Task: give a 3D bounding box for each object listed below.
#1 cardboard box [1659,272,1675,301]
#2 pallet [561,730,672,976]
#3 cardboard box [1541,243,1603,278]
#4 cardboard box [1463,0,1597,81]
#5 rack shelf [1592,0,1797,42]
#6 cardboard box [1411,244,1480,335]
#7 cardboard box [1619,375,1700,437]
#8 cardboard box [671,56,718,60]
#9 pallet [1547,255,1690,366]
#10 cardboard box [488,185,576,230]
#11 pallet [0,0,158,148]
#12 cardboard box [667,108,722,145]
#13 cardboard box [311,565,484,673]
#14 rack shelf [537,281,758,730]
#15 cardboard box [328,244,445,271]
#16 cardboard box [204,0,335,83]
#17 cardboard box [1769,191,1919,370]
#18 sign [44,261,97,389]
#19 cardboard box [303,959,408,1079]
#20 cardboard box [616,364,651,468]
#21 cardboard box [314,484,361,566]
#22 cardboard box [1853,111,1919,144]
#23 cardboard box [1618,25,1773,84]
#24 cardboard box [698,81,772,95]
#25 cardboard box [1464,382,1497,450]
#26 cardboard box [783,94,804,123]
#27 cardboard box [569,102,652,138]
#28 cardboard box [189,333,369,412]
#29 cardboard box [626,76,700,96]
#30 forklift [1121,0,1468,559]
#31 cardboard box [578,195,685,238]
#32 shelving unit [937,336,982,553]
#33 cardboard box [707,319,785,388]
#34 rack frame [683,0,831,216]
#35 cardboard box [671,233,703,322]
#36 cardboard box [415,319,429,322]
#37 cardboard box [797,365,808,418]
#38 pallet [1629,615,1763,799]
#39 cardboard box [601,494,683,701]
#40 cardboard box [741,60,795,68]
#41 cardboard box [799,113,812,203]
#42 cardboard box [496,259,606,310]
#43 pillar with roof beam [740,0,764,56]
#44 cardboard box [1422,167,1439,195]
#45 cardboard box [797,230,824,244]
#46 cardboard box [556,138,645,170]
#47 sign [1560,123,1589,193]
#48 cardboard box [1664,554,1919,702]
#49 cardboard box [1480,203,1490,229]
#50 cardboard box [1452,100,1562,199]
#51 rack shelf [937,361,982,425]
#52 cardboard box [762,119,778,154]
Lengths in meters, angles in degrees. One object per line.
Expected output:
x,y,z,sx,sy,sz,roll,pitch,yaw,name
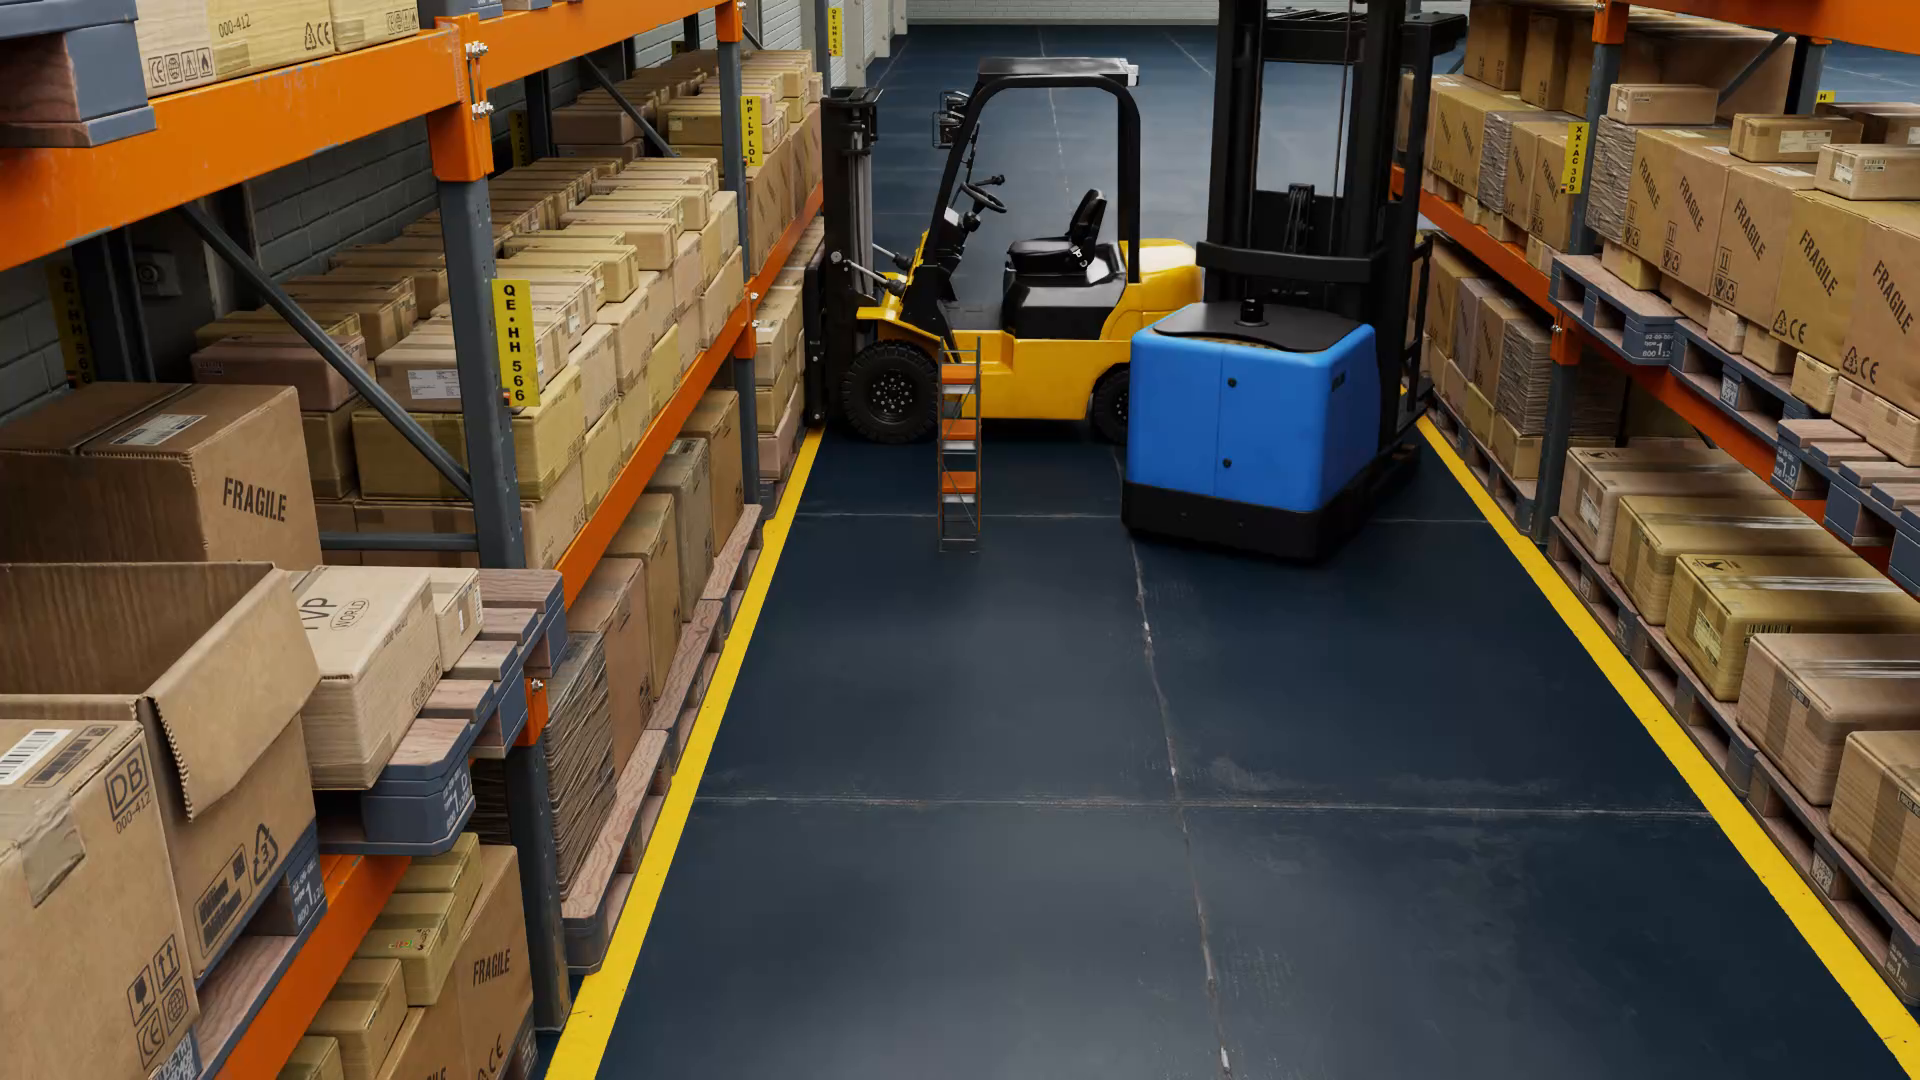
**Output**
3.148,-1.072,6.911,0.380,0.149,0.250,2,21,5,cardboard box
-1.590,1.013,5.627,1.003,0.211,1.213,1,21,2,pallet
3.134,-1.385,8.300,0.380,0.149,0.250,0,21,1,cardboard box
3.753,-3.294,10.939,0.700,0.500,0.500,0,21,0,cardboard box
3.490,-3.169,9.398,1.077,0.370,4.000,1,21,2,rack shelf
3.238,-1.606,10.706,0.500,0.500,0.500,0,21,0,cardboard box
3.717,-0.857,8.774,0.500,0.500,0.500,2,21,4,cardboard box
-1.670,-3.061,10.826,0.380,0.149,0.250,1,21,3,cardboard box
3.260,-1.019,7.273,1.003,0.211,1.213,1,21,2,pallet
-1.814,-1.381,6.907,0.380,0.149,0.250,0,21,1,cardboard box
-1.657,-0.465,1.693,1.213,0.211,1.003,1,21,2,pallet
-1.226,-2.036,8.183,0.380,0.149,0.250,1,21,3,cardboard box
-1.291,0.173,3.703,0.380,0.149,0.250,1,21,3,cardboard box
-1.593,-0.378,6.350,1.077,0.370,4.000,1,21,2,rack shelf
-1.934,-0.922,5.723,0.380,0.149,0.250,0,21,1,cardboard box
-1.442,-0.949,2.887,0.500,0.250,0.500,1,21,2,cardboard box
3.062,-0.855,5.455,0.500,0.500,0.500,-1,21,-2,cardboard box
-2.209,-0.535,4.160,0.100,0.325,0.005,1,21,2,sign
-1.445,1.052,3.649,0.380,0.149,0.250,0,21,0,cardboard box
-1.367,-0.446,5.739,0.500,0.250,0.500,0,21,0,cardboard box
-1.896,-0.085,4.810,0.500,0.250,0.500,0,21,0,cardboard box
3.648,-1.548,6.346,0.380,0.149,0.250,0,21,-1,cardboard box
3.697,-2.376,8.573,0.700,0.500,0.500,1,21,2,cardboard box
-1.266,-2.503,9.386,0.380,0.149,0.250,1,21,1,cardboard box
3.185,-0.706,9.423,0.500,0.250,0.500,0,21,0,cardboard box
-1.156,-2.639,10.149,0.380,0.149,0.250,1,21,2,cardboard box
-1.776,-2.133,8.433,0.380,0.149,0.250,0,21,0,cardboard box
-1.847,-0.459,4.530,0.380,0.149,0.250,1,21,3,cardboard box
-1.715,-2.597,9.628,0.380,0.149,0.250,1,21,3,cardboard box
1.993,-1.764,9.022,1.130,2.935,3.031,11,24,27,forklift
-1.317,-1.287,6.665,0.380,0.149,0.250,0,21,0,cardboard box
-0.002,-0.470,8.289,0.215,1.050,0.252,1,21,2,shelving unit
-1.204,-0.988,8.766,0.500,0.250,0.500,0,21,1,cardboard box
-1.411,-2.883,11.811,1.000,3.000,0.127,1,21,2,rack frame
-1.322,-1.048,6.600,0.500,0.250,0.500,1,21,3,cardboard box
-1.886,-0.685,5.663,0.500,0.250,0.500,0,21,1,cardboard box
-1.187,-0.891,9.900,0.500,0.250,0.500,1,21,3,cardboard box
3.372,0.641,6.586,1.003,0.211,1.213,1,21,2,pallet
-1.589,0.216,6.527,0.875,0.625,0.625,0,21,-1,cardboard box
-1.250,-2.965,10.577,0.380,0.149,0.250,1,21,2,cardboard box
-1.204,-2.376,10.366,0.500,0.500,0.500,0,21,1,cardboard box
-1.388,-0.827,5.478,0.380,0.149,0.250,1,21,2,cardboard box
2.153,-7.560,15.572,9.100,9.000,0.400,1,21,2,pillar with roof beam
3.197,-2.314,10.693,0.380,0.149,0.250,1,21,2,cardboard box
-1.123,-1.908,11.138,0.500,0.250,0.500,1,21,3,cardboard box
-1.779,-1.904,8.255,0.380,0.149,0.250,1,21,1,cardboard box
2.886,-1.790,7.798,0.100,0.325,0.005,1,21,2,sign
3.378,0.347,6.539,0.950,0.372,0.625,1,21,3,cardboard box
3.199,-1.845,9.485,0.380,0.149,0.250,0,21,1,cardboard box
3.225,-2.291,9.737,0.500,0.500,0.500,0,21,1,cardboard box
-0.002,-0.725,8.190,0.215,0.259,0.240,1,21,2,rack shelf
-1.192,-2.174,8.951,0.380,0.149,0.250,1,21,3,cardboard box
